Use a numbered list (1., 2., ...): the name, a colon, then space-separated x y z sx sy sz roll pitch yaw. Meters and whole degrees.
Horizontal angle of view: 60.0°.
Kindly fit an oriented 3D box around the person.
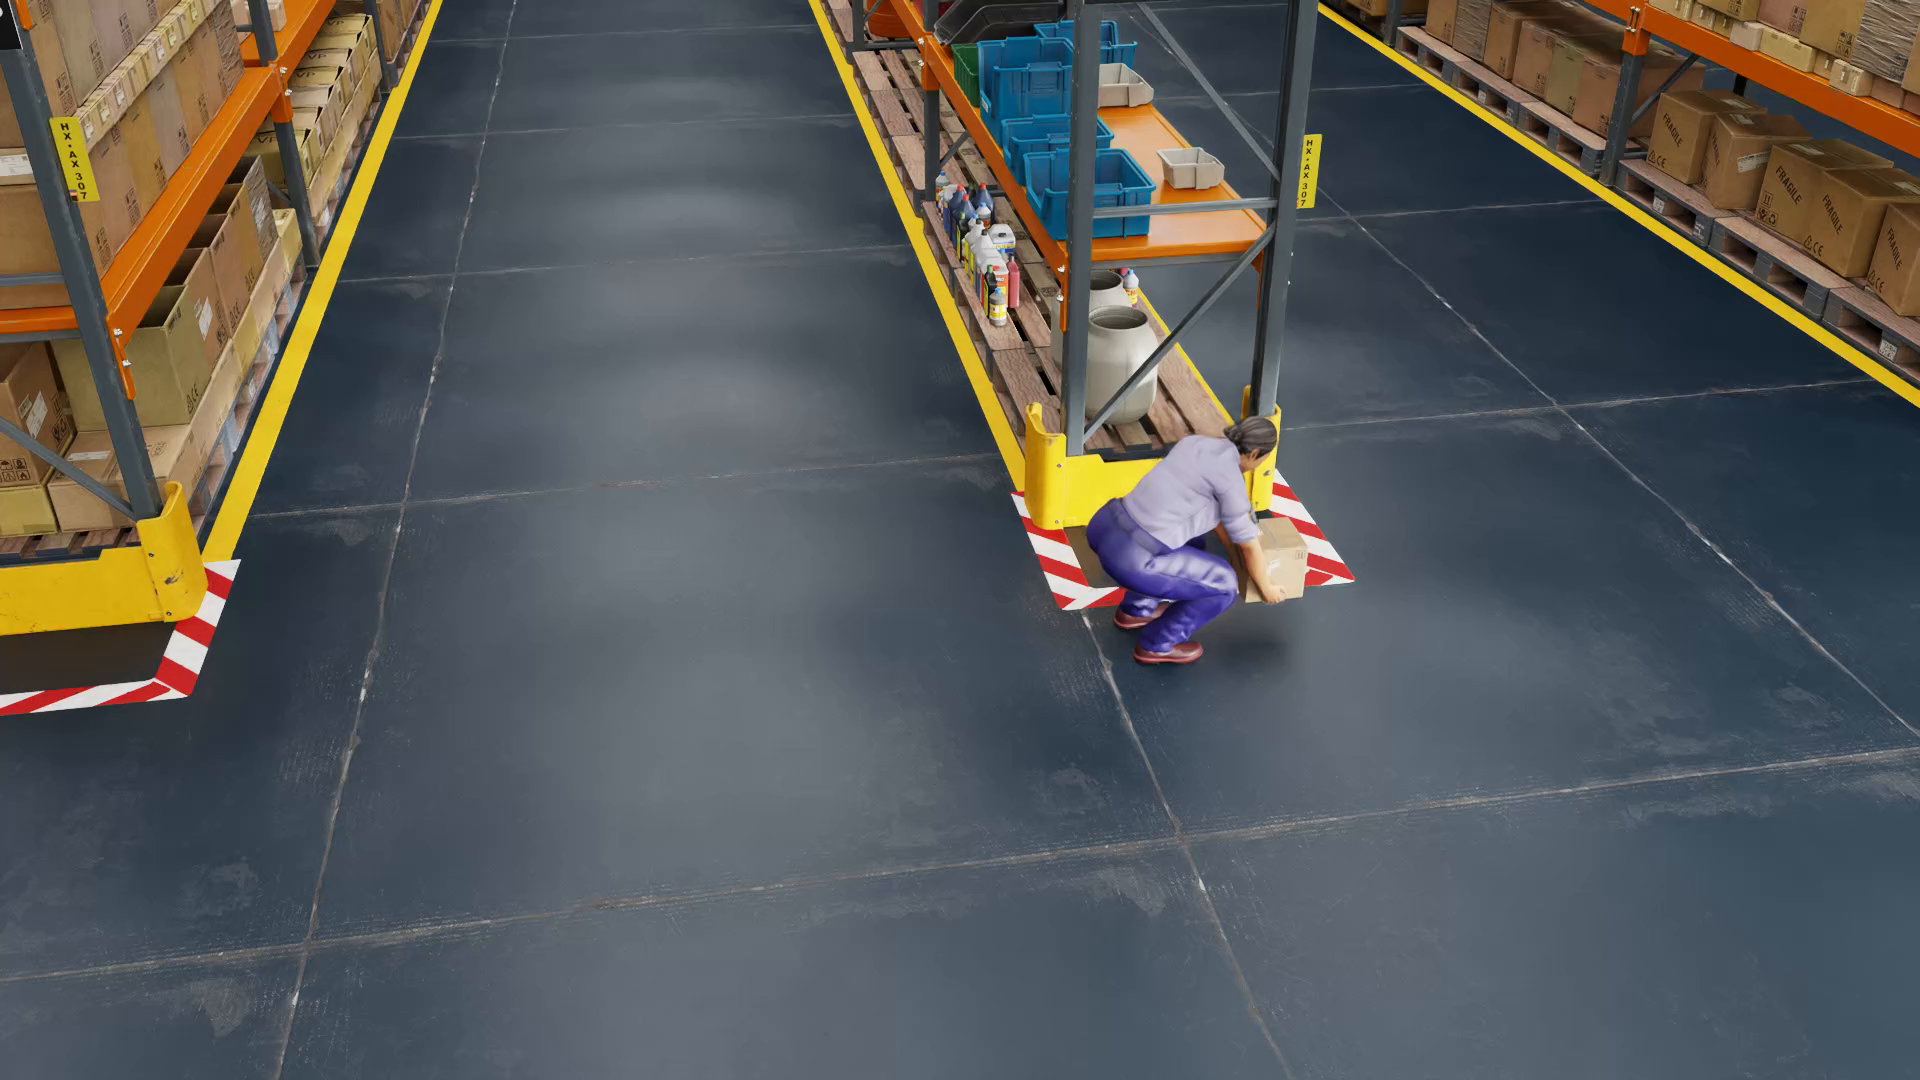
1. person: 0.926 -0.019 6.838 0.817 0.979 0.528 -7 32 -12
